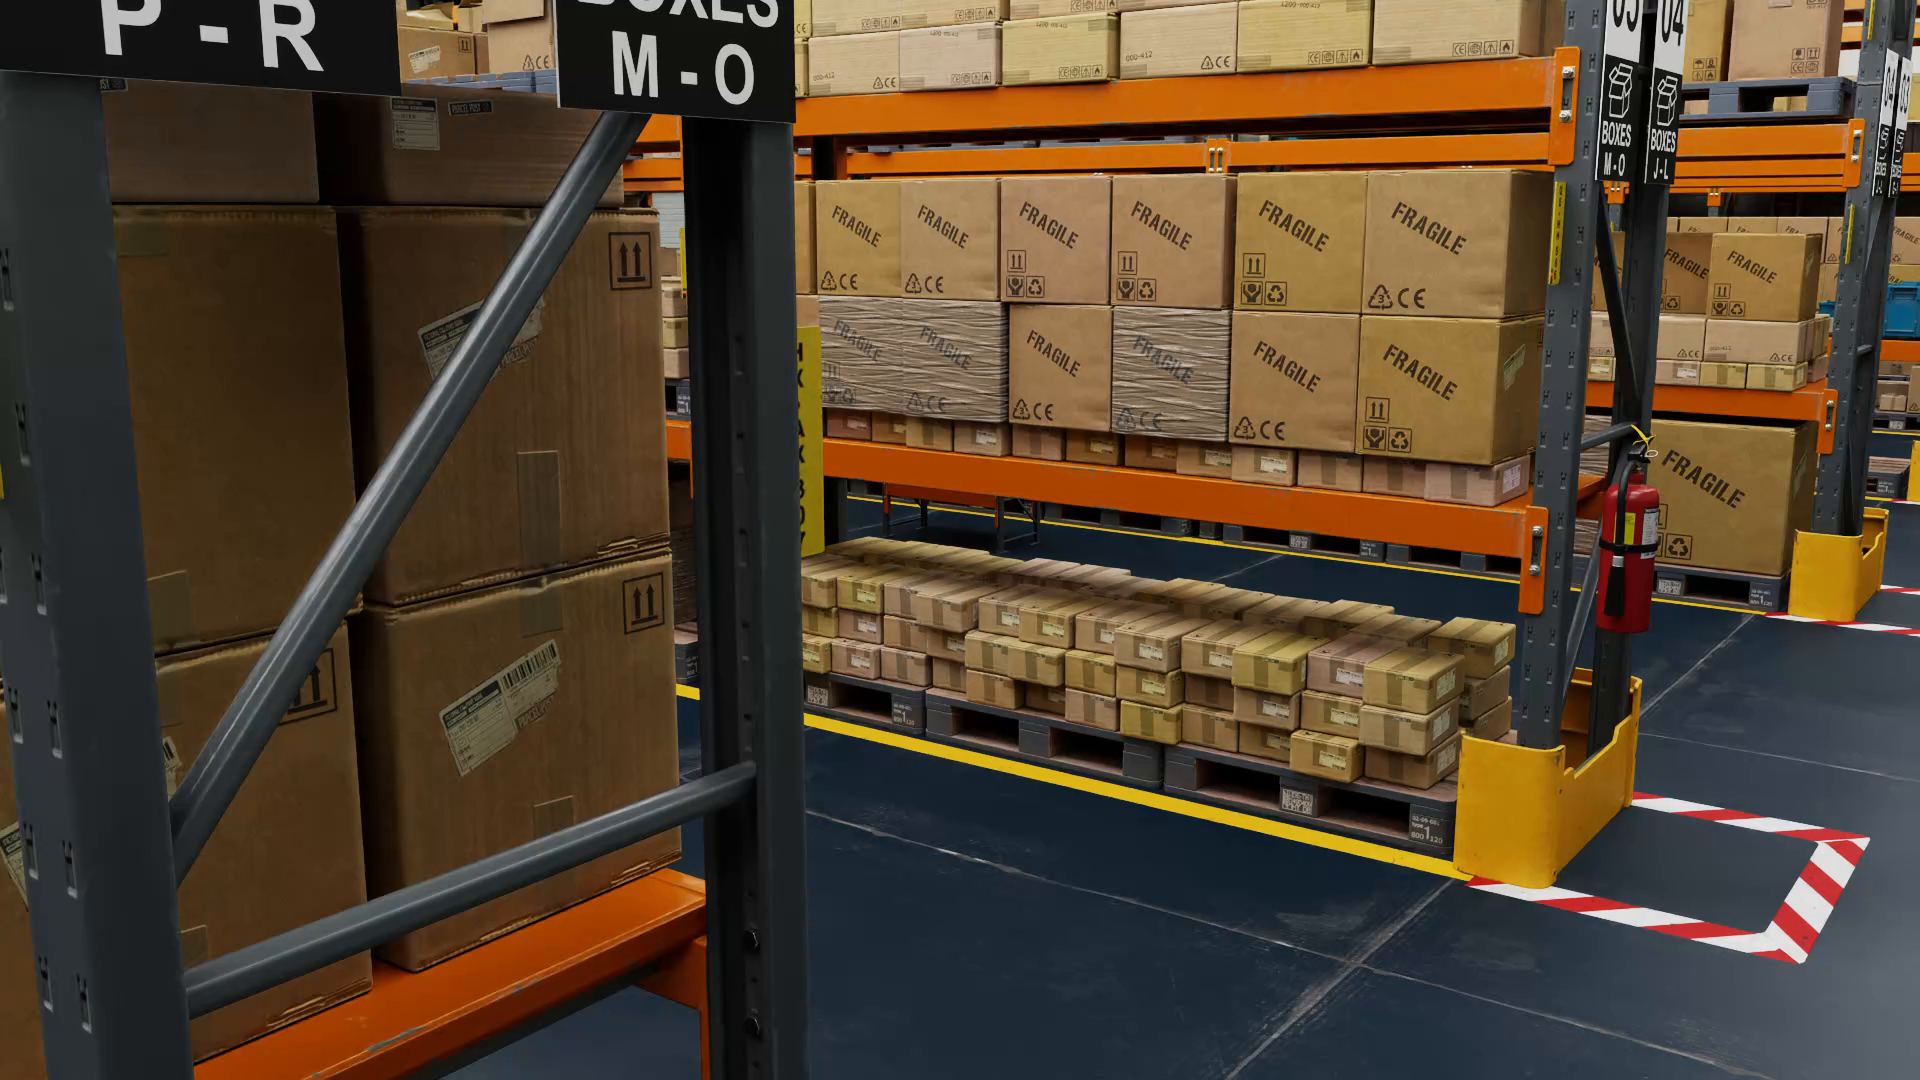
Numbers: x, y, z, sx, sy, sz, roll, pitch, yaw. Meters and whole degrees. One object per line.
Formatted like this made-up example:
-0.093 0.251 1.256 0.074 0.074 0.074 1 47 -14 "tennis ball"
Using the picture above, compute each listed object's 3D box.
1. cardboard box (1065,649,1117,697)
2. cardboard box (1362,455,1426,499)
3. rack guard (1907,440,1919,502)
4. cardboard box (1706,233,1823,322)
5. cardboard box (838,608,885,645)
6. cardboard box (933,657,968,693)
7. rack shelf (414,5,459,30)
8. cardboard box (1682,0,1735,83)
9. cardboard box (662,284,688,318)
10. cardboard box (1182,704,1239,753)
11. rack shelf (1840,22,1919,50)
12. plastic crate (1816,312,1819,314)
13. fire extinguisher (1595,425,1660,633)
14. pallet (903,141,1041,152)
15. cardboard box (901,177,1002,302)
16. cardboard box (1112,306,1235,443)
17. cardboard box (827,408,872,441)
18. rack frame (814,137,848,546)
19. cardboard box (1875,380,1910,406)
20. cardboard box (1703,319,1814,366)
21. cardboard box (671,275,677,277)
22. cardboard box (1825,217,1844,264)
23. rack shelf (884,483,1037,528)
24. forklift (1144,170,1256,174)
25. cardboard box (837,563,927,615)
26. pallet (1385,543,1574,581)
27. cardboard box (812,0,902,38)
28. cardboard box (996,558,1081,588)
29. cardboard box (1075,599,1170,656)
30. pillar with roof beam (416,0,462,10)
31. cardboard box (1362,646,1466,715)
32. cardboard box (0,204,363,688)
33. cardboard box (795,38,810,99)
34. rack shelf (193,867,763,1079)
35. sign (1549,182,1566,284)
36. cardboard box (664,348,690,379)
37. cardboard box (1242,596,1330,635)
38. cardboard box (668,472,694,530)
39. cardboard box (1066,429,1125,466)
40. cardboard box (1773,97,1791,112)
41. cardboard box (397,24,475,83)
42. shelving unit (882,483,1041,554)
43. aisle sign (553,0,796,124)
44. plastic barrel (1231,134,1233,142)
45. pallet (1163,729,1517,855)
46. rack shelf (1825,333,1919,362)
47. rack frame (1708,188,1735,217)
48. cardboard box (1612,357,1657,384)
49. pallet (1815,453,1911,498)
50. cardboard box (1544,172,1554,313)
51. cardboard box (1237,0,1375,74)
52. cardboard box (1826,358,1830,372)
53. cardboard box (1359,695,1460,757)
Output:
0.652 0.529 7.013 0.250 0.149 0.380 9 14 38 "cardboard box"
1.679 -0.260 6.139 0.250 0.149 0.380 8 13 35 "cardboard box"
8.263 -0.635 13.994 0.348 0.500 1.175 8 13 36 "rack guard"
4.756 -1.559 9.831 0.500 0.500 0.500 8 14 36 "cardboard box"
-0.359 0.368 7.849 0.250 0.149 0.380 8 13 35 "cardboard box"
0.084 0.573 7.570 0.250 0.149 0.380 7 13 33 "cardboard box"
-5.980 -5.269 17.476 4.000 0.370 1.077 8 13 36 "rack shelf"
4.471 -3.013 10.179 0.500 0.500 0.700 7 13 33 "cardboard box"
-1.376 -1.196 8.305 0.250 0.149 0.380 9 14 38 "cardboard box"
1.103 0.728 6.771 0.250 0.149 0.380 8 14 36 "cardboard box"
9.559 -5.436 18.339 4.000 0.370 1.077 8 13 36 "rack shelf"
7.476 -1.966 14.830 0.298 0.136 0.250 8 13 36 "plastic crate"
2.217 -0.036 5.506 0.183 0.674 0.296 8 13 36 "fire extinguisher"
0.310 -3.194 13.243 1.213 0.211 1.003 9 14 38 "pallet"
0.097 -1.287 7.105 0.500 0.500 0.500 8 14 36 "cardboard box"
0.946 -0.677 6.585 0.500 0.500 0.500 8 14 36 "cardboard box"
-0.404 -0.561 7.695 0.250 0.149 0.380 7 13 33 "cardboard box"
-0.937 -0.806 8.299 0.127 3.000 1.000 8 13 36 "rack frame"
10.498 -1.647 18.728 0.500 0.250 0.500 8 13 36 "cardboard box"
4.757 -1.191 9.899 0.500 0.250 0.500 8 13 35 "cardboard box"
-2.358 -2.360 15.620 0.500 0.250 0.500 7 13 34 "cardboard box"
9.821 -3.283 18.205 0.500 0.500 0.500 8 14 37 "cardboard box"
0.005 -0.311 11.965 1.000 0.278 0.538 8 13 36 "rack shelf"
1.851 -2.086 15.096 1.130 2.935 3.031 -5 12 -22 "forklift"
-0.362 0.227 7.794 0.250 0.149 0.380 8 13 35 "cardboard box"
3.634 0.050 11.218 1.213 0.211 1.003 8 13 36 "pallet"
-0.292 -2.303 7.218 0.500 0.250 0.500 8 13 35 "cardboard box"
0.374 0.202 7.920 0.250 0.149 0.380 7 13 33 "cardboard box"
0.690 0.370 7.051 0.250 0.149 0.380 7 13 34 "cardboard box"
-14.776 -9.542 37.660 0.548 9.000 9.100 8 13 36 "pillar with roof beam"
1.710 0.524 6.256 0.250 0.149 0.380 8 14 36 "cardboard box"
-1.091 -0.145 1.986 0.500 0.500 0.500 9 14 37 "cardboard box"
-0.720 -2.113 7.551 0.500 0.250 0.500 9 14 38 "cardboard box"
-2.173 0.541 3.229 4.000 0.370 1.077 8 13 36 "rack shelf"
1.942 -0.997 5.407 0.005 0.325 0.100 8 13 36 "sign"
-1.374 -0.903 8.357 0.250 0.149 0.380 8 13 34 "cardboard box"
1.396 0.358 7.114 0.250 0.149 0.380 7 13 33 "cardboard box"
-1.687 -0.198 8.658 0.500 0.250 0.500 8 13 34 "cardboard box"
0.647 -0.412 6.924 0.250 0.149 0.380 8 14 37 "cardboard box"
9.087 -4.901 18.672 0.500 0.500 0.700 8 13 36 "cardboard box"
-3.045 -2.562 9.215 0.500 0.500 0.500 8 13 36 "cardboard box"
0.005 -0.552 11.919 1.048 1.125 0.538 8 13 36 "shelving unit"
-0.332 -0.900 1.940 0.004 0.787 0.394 8 13 36 "aisle sign"
2.739 -4.275 17.591 0.301 0.262 0.301 0 11 0 "plastic barrel"
1.592 0.907 6.784 1.213 0.211 1.003 8 13 36 "pallet"
6.624 -1.734 14.991 4.000 0.370 1.077 8 13 36 "rack shelf"
10.876 -3.829 23.925 0.127 3.000 1.000 8 13 36 "rack frame"
4.209 -1.056 10.254 0.250 0.149 0.380 8 14 37 "cardboard box"
7.594 -0.592 14.535 1.213 0.211 1.003 8 13 36 "pallet"
2.082 -1.134 6.313 0.500 0.500 0.500 8 13 35 "cardboard box"
1.348 -1.822 6.050 0.500 0.250 0.500 8 14 36 "cardboard box"
12.234 -2.593 23.012 0.500 0.500 0.700 8 14 37 "cardboard box"
1.693 0.675 6.258 0.250 0.149 0.380 8 13 34 "cardboard box"
